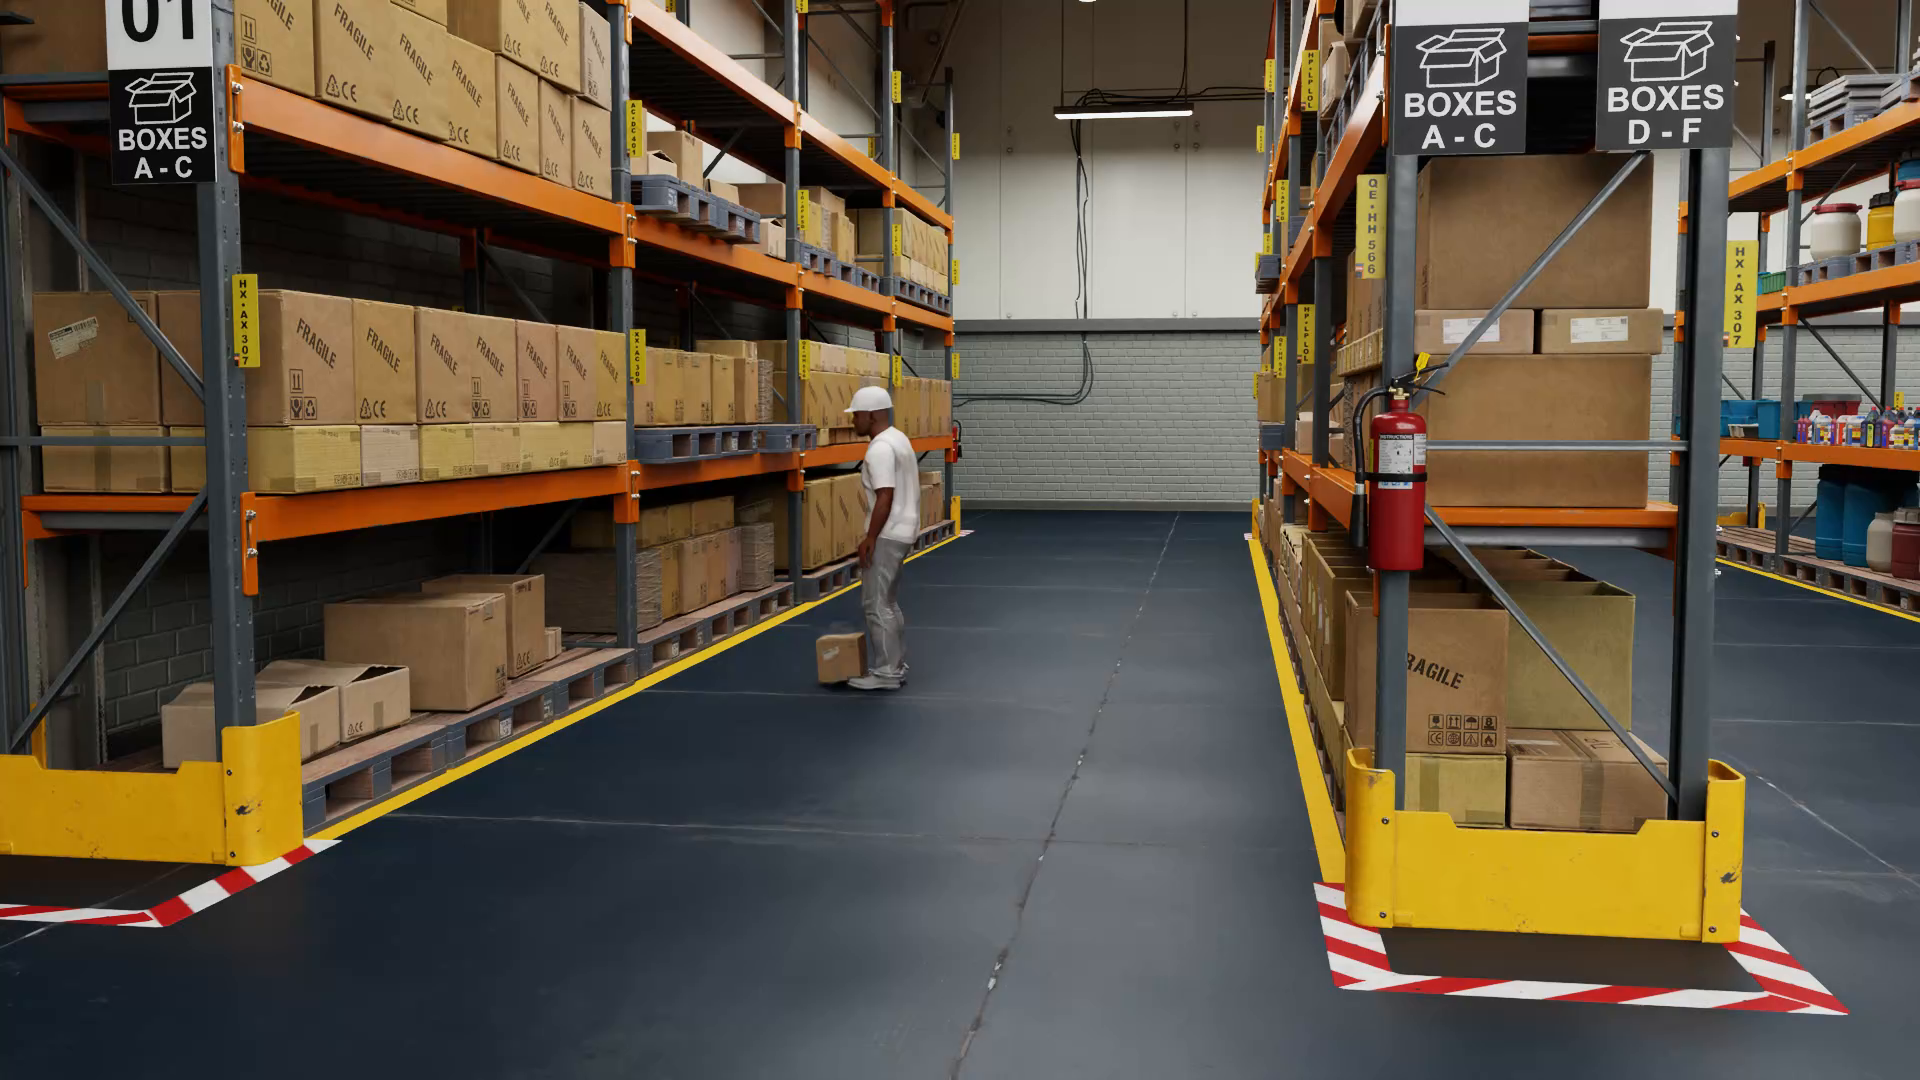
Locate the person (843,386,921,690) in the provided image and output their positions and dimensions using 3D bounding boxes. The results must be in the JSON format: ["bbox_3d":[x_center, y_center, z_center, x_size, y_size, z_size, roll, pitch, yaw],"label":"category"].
[{"bbox_3d":[-0.455,-0.015,9.732,0.449,1.758,0.606,1,4,7],"label":"person"}]
